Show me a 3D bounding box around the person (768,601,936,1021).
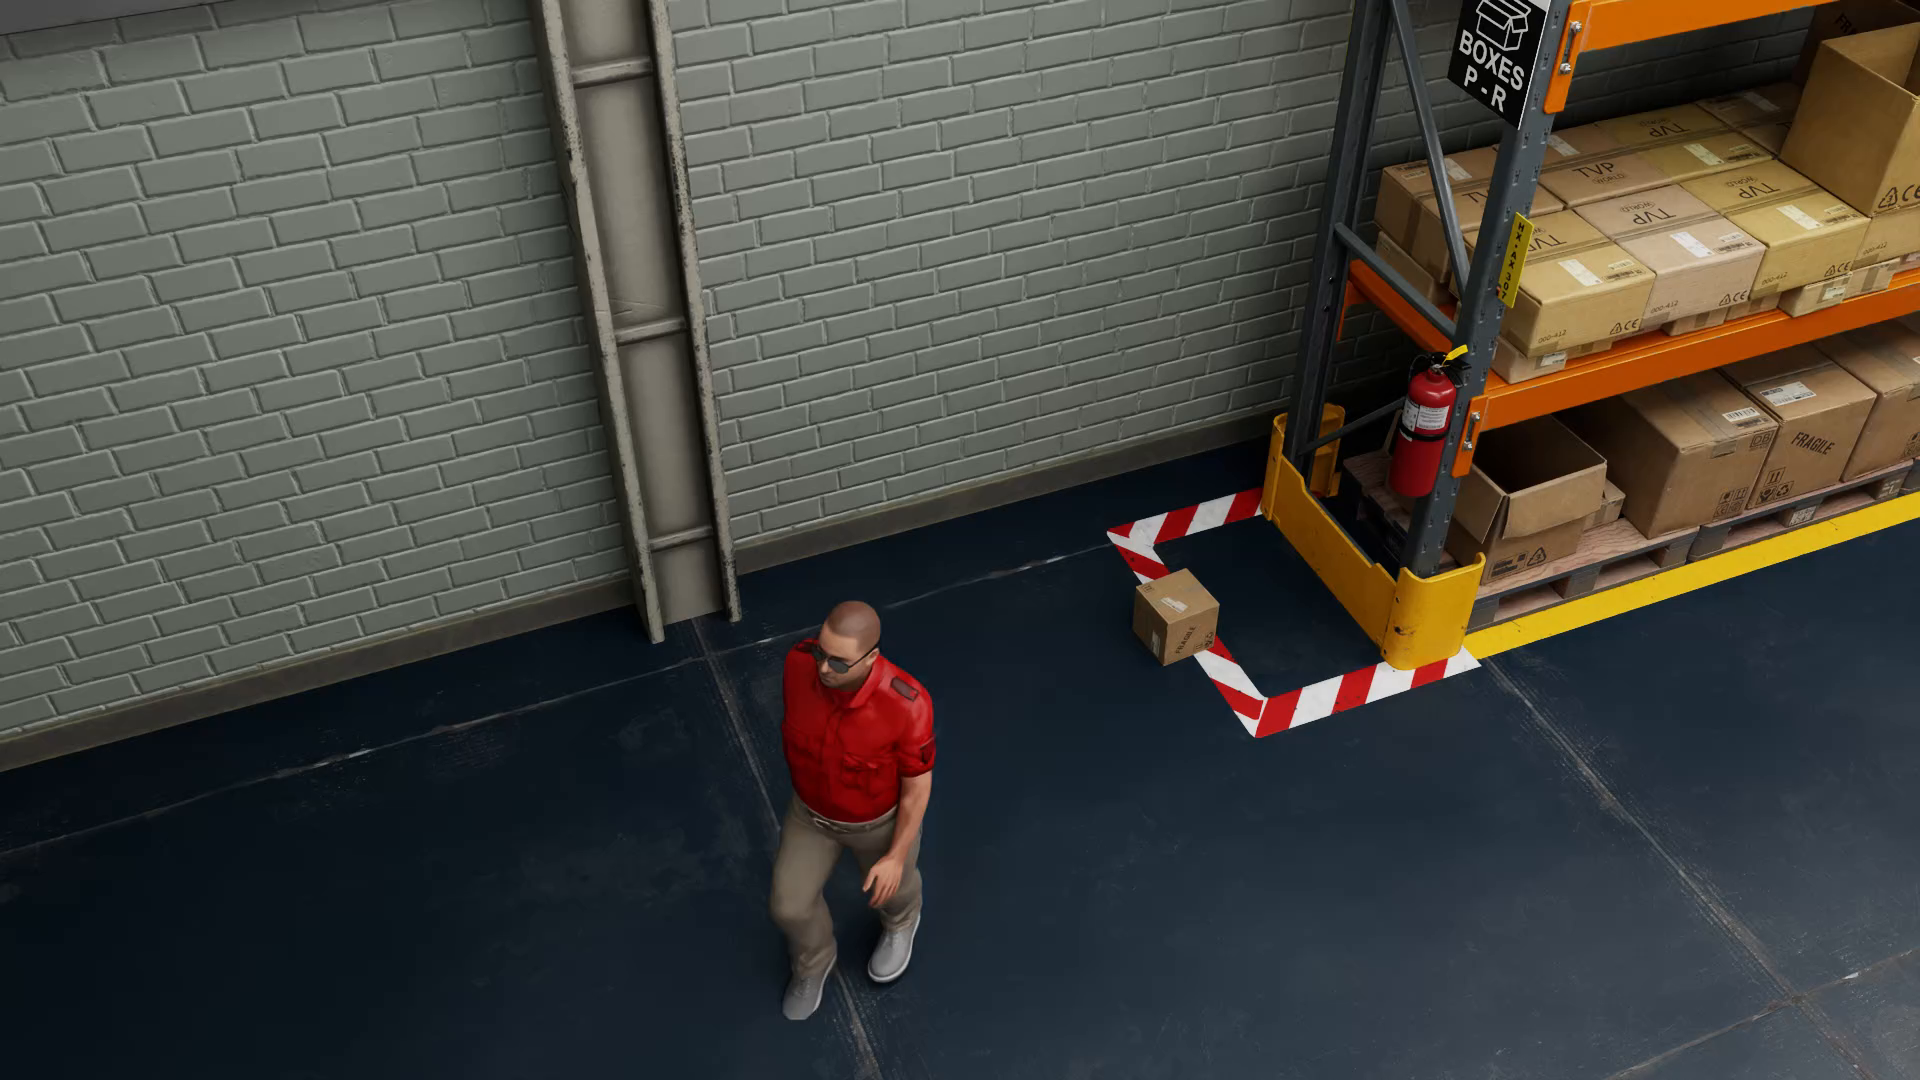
[{"bbox_3d":[-0.328,0.876,5.214,0.545,1.802,0.567,17,44,18],"label":"person"}]
